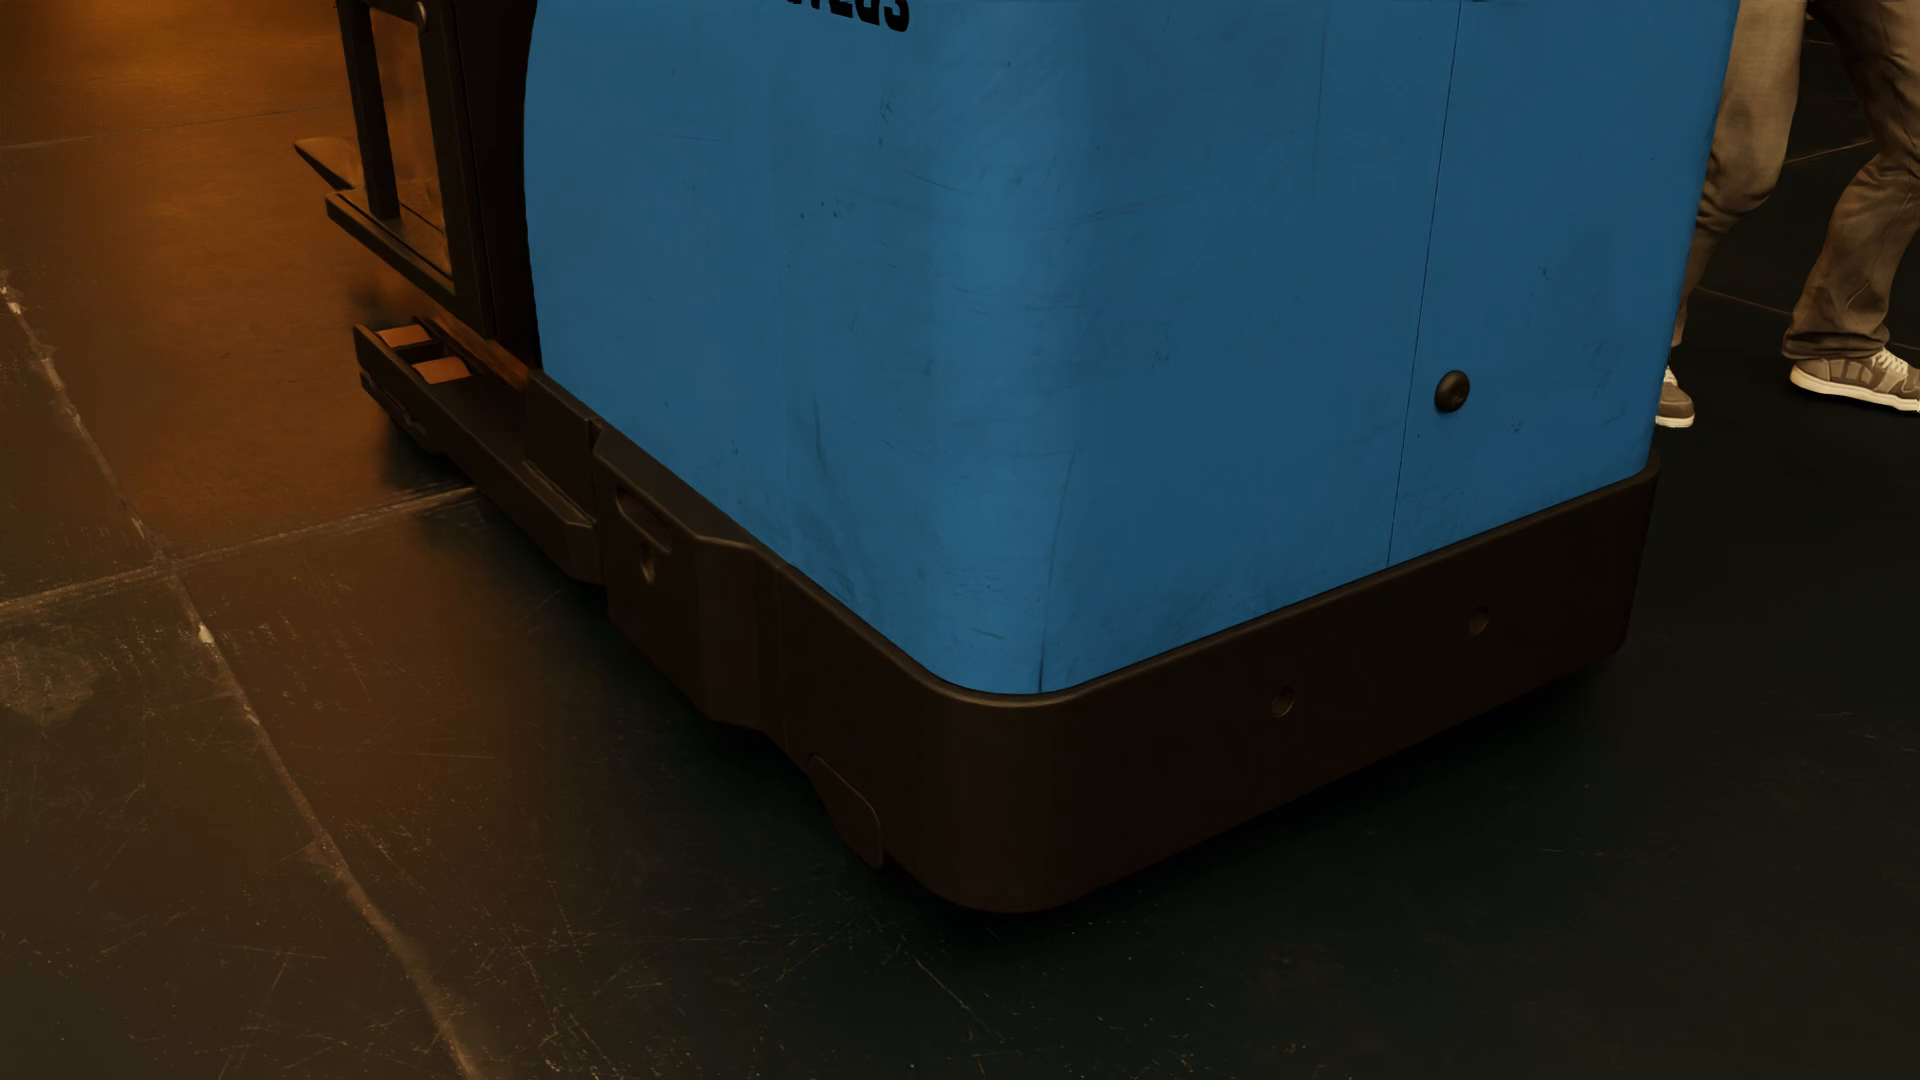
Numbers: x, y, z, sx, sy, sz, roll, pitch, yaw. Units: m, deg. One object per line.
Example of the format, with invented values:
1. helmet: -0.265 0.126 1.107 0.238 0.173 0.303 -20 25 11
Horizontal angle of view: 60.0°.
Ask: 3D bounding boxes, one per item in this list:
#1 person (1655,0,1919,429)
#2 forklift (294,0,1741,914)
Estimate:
1. person: 1.376 -0.932 2.640 0.729 1.570 0.398 -6 27 -12
2. forklift: -0.400 -1.556 2.334 1.130 2.935 3.031 -17 31 -30
